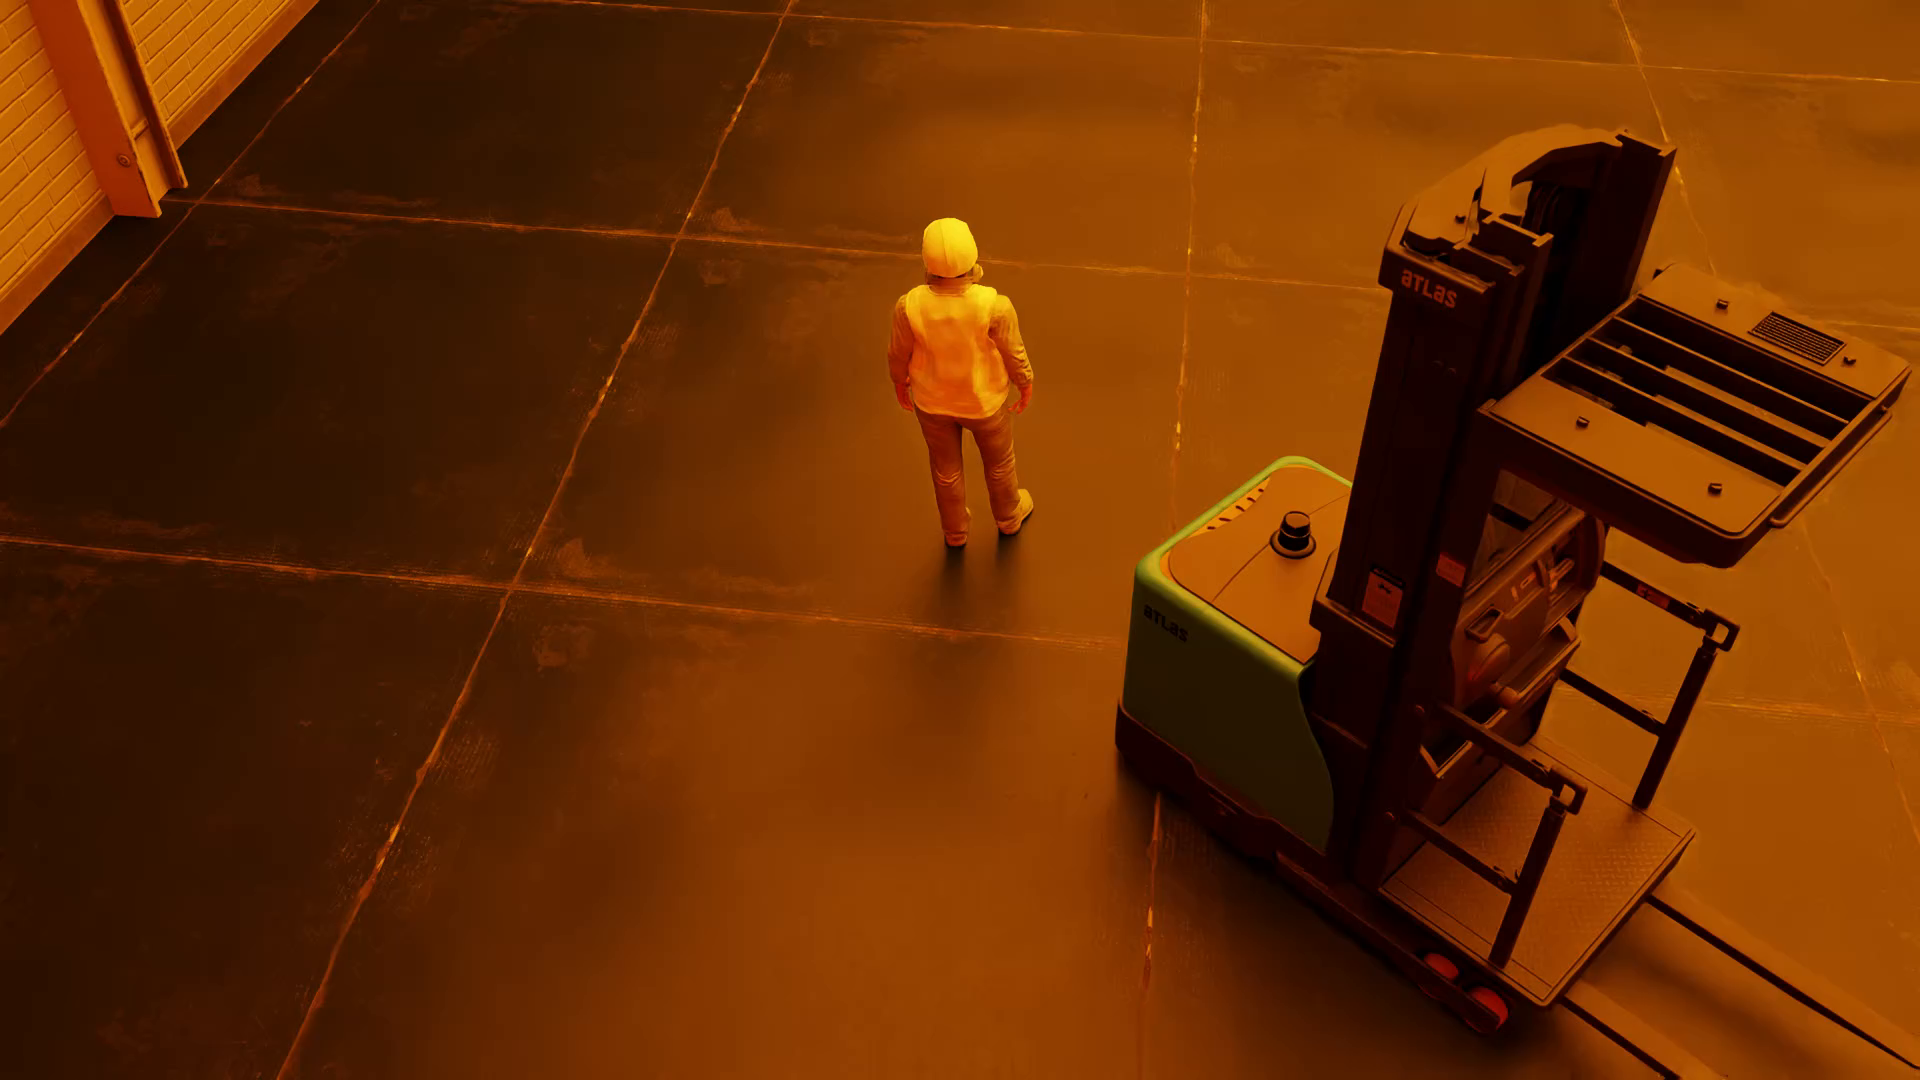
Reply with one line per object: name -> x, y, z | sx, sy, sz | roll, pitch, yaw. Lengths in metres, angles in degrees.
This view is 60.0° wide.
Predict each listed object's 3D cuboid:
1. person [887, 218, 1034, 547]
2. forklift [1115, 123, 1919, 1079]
person -> 0.016, -0.700, 7.331 | 0.634, 1.775, 0.566 | 5, 43, 6
forklift -> 2.031, 0.286, 5.413 | 1.130, 2.935, 3.031 | -34, 52, -31
